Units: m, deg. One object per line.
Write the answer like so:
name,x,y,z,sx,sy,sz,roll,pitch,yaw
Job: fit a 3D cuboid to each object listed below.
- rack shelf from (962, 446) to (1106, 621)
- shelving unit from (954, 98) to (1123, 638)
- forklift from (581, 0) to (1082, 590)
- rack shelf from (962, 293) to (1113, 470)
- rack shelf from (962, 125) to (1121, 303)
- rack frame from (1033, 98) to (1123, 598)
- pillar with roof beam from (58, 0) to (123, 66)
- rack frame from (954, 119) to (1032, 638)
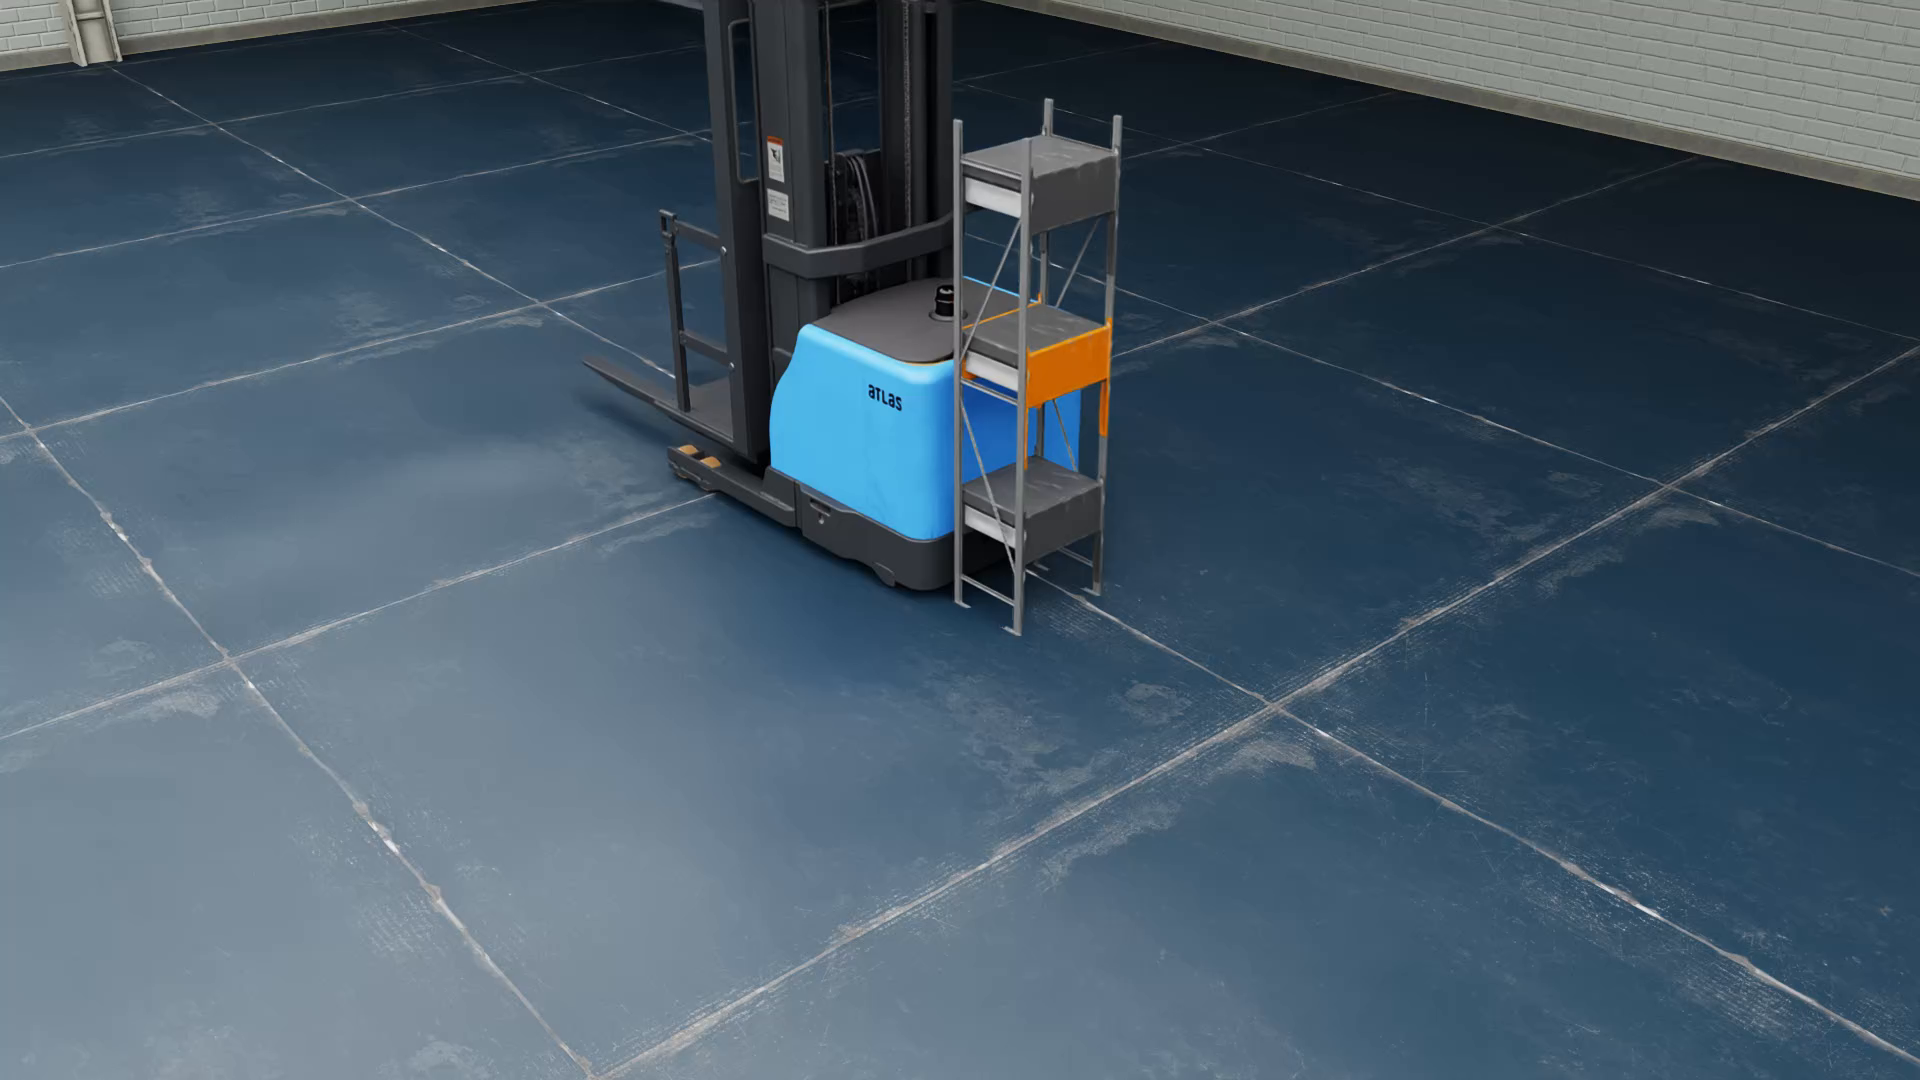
rack shelf,0.296,-0.036,7.104,0.480,0.518,0.431,-24,36,-37
shelving unit,0.296,-0.666,6.768,0.503,2.100,0.431,-24,36,-37
forklift,-0.812,-1.680,7.784,1.130,2.935,3.031,-24,36,-37
rack shelf,0.296,-0.654,6.774,0.480,0.518,0.431,-24,36,-37
rack shelf,0.296,-1.271,6.444,0.480,0.518,0.431,-24,36,-37
rack frame,0.474,-0.744,6.915,0.015,2.100,0.400,-24,36,-37
pillar with roof beam,-5.920,-7.266,11.800,0.400,9.000,9.100,-22,35,-35
rack frame,0.117,-0.587,6.621,0.015,2.100,0.400,-24,36,-37
